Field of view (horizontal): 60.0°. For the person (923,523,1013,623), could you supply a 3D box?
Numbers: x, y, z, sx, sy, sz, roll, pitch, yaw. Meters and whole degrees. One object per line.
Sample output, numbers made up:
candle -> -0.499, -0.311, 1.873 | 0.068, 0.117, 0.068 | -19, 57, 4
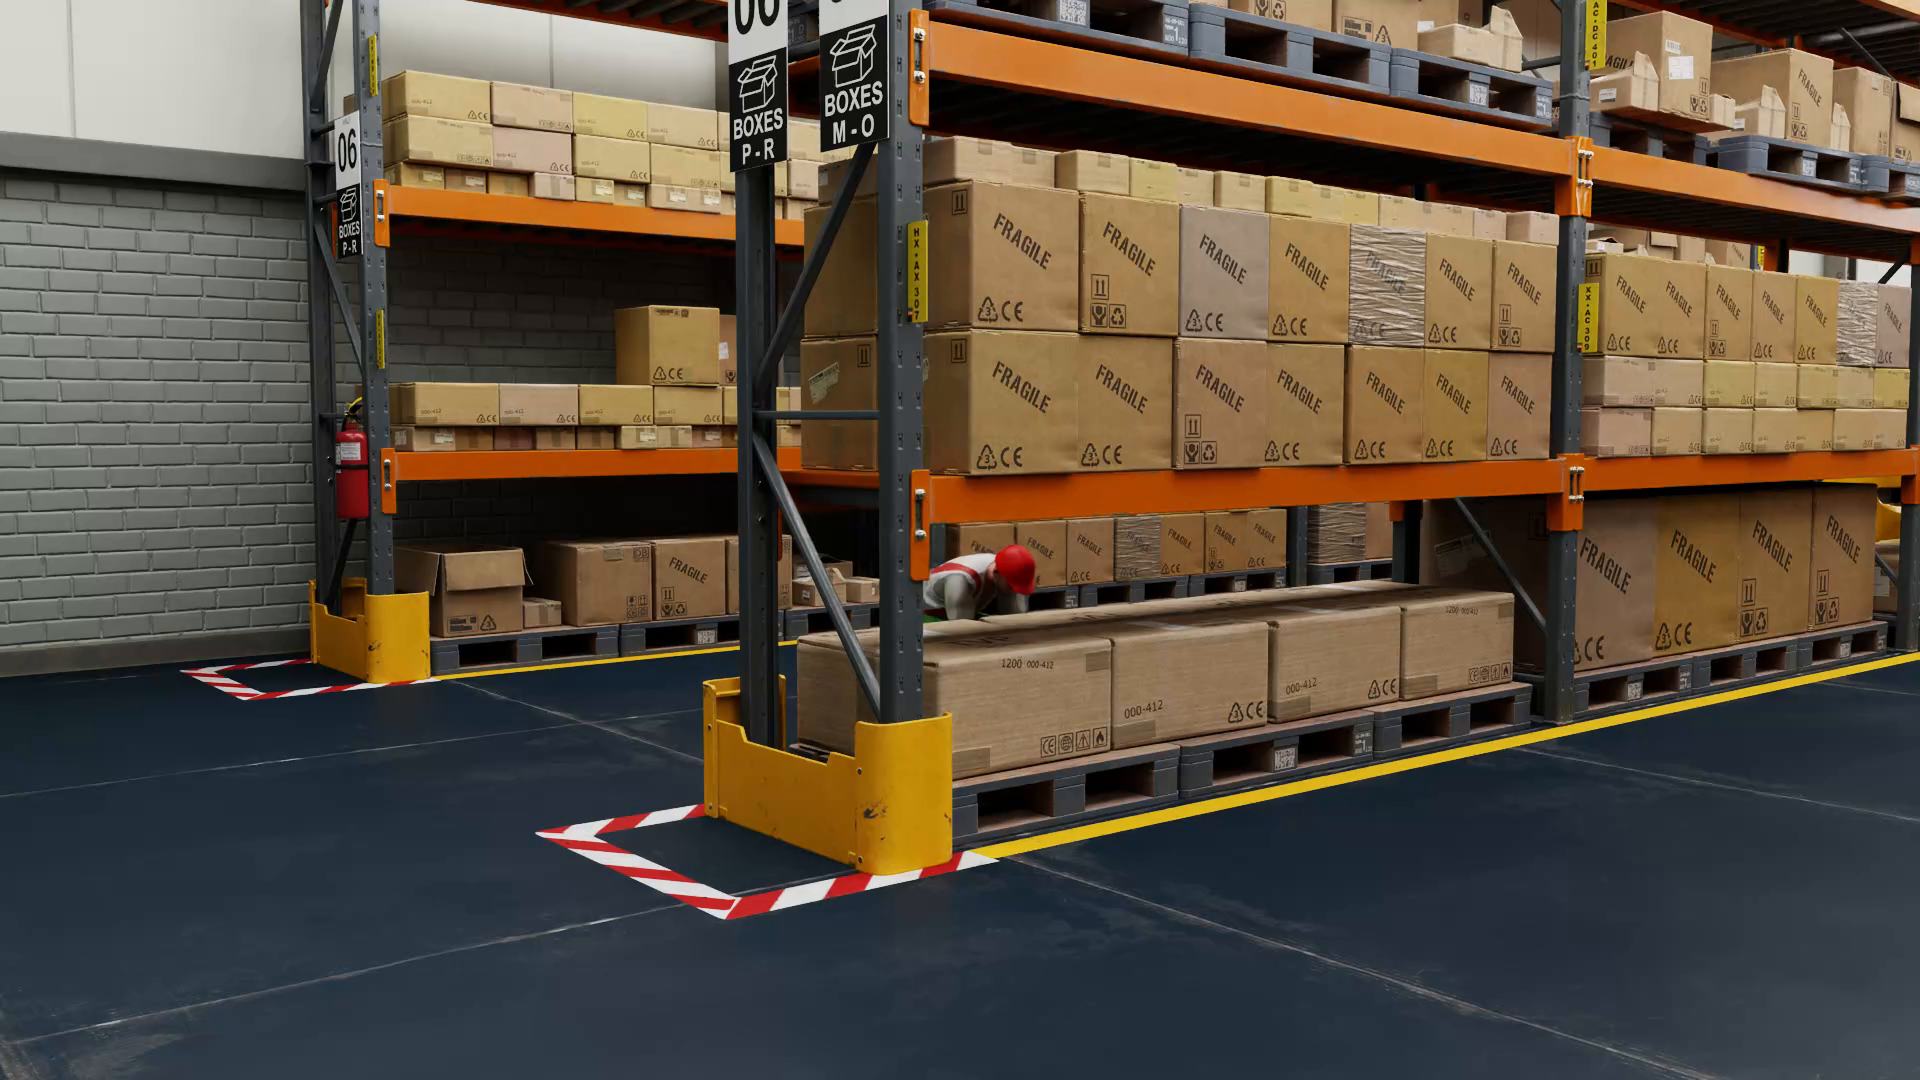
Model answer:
person -> -0.006, -0.027, 8.797 | 0.489, 1.762, 0.588 | -4, 5, -40
